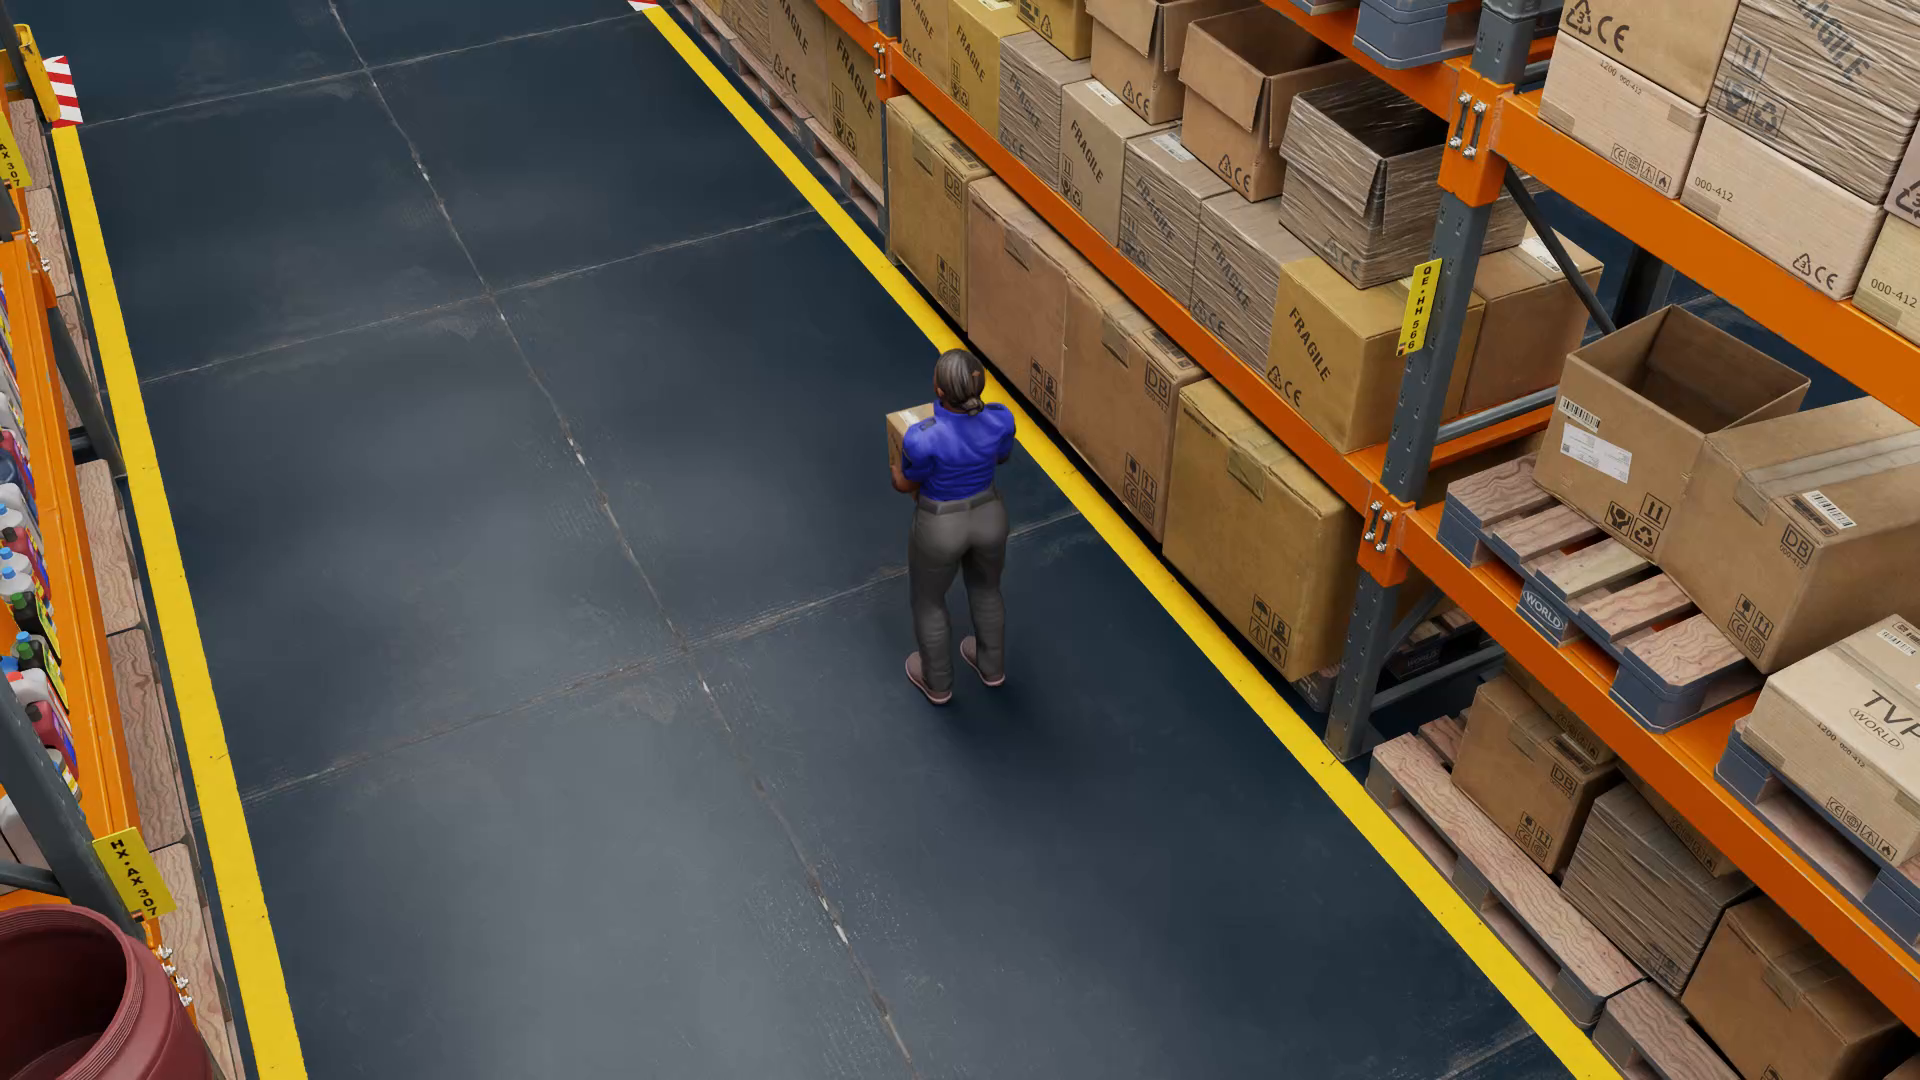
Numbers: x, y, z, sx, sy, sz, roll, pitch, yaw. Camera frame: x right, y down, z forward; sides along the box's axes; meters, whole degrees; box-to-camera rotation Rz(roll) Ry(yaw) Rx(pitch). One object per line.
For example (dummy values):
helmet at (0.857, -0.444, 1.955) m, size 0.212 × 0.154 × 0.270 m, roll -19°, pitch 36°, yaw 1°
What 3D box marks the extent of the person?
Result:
person at (-0.038, -0.104, 6.288) m, size 0.451 × 1.650 × 0.518 m, roll -16°, pitch 44°, yaw -17°
